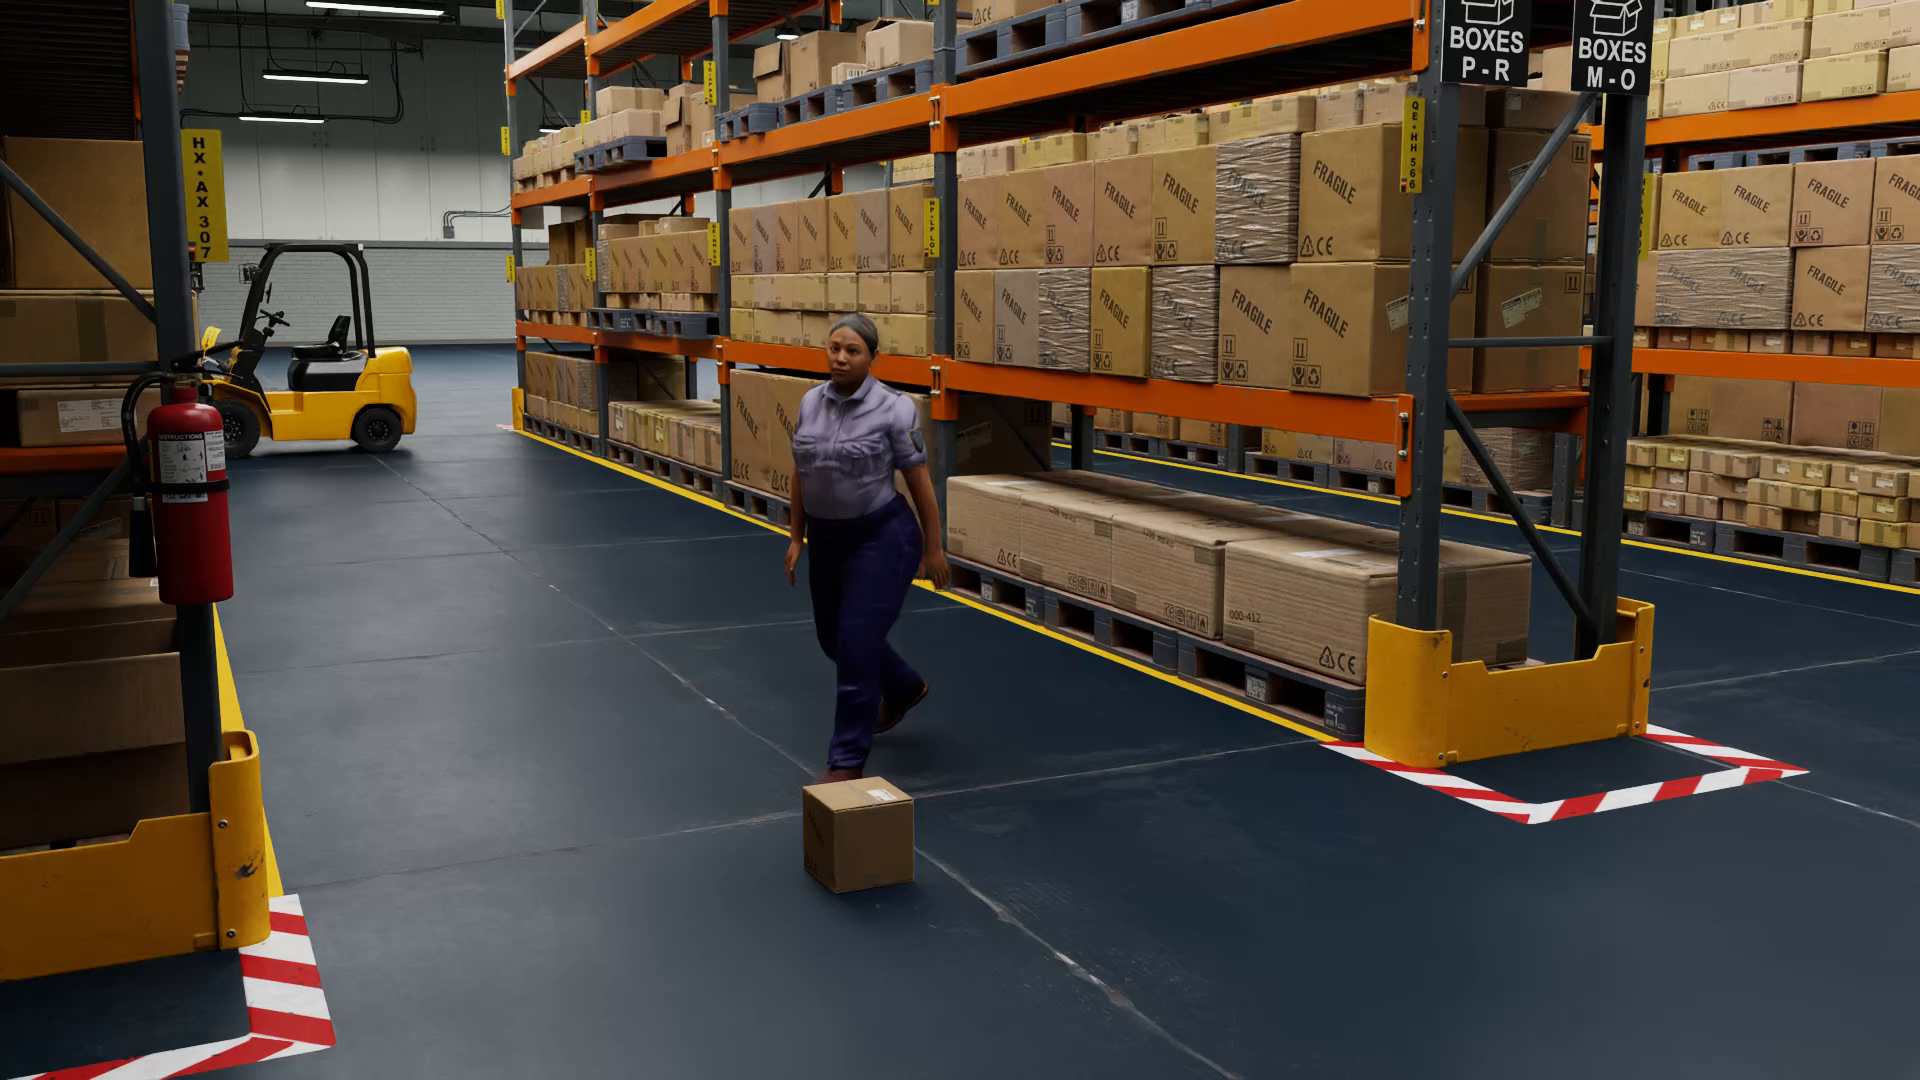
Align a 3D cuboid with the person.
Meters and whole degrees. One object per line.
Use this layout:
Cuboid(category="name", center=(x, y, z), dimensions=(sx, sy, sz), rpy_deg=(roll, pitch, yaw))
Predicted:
Cuboid(category="person", center=(-0.314, 0.014, 5.812), dimensions=(0.536, 1.606, 0.921), rpy_deg=(6, 10, 33))
